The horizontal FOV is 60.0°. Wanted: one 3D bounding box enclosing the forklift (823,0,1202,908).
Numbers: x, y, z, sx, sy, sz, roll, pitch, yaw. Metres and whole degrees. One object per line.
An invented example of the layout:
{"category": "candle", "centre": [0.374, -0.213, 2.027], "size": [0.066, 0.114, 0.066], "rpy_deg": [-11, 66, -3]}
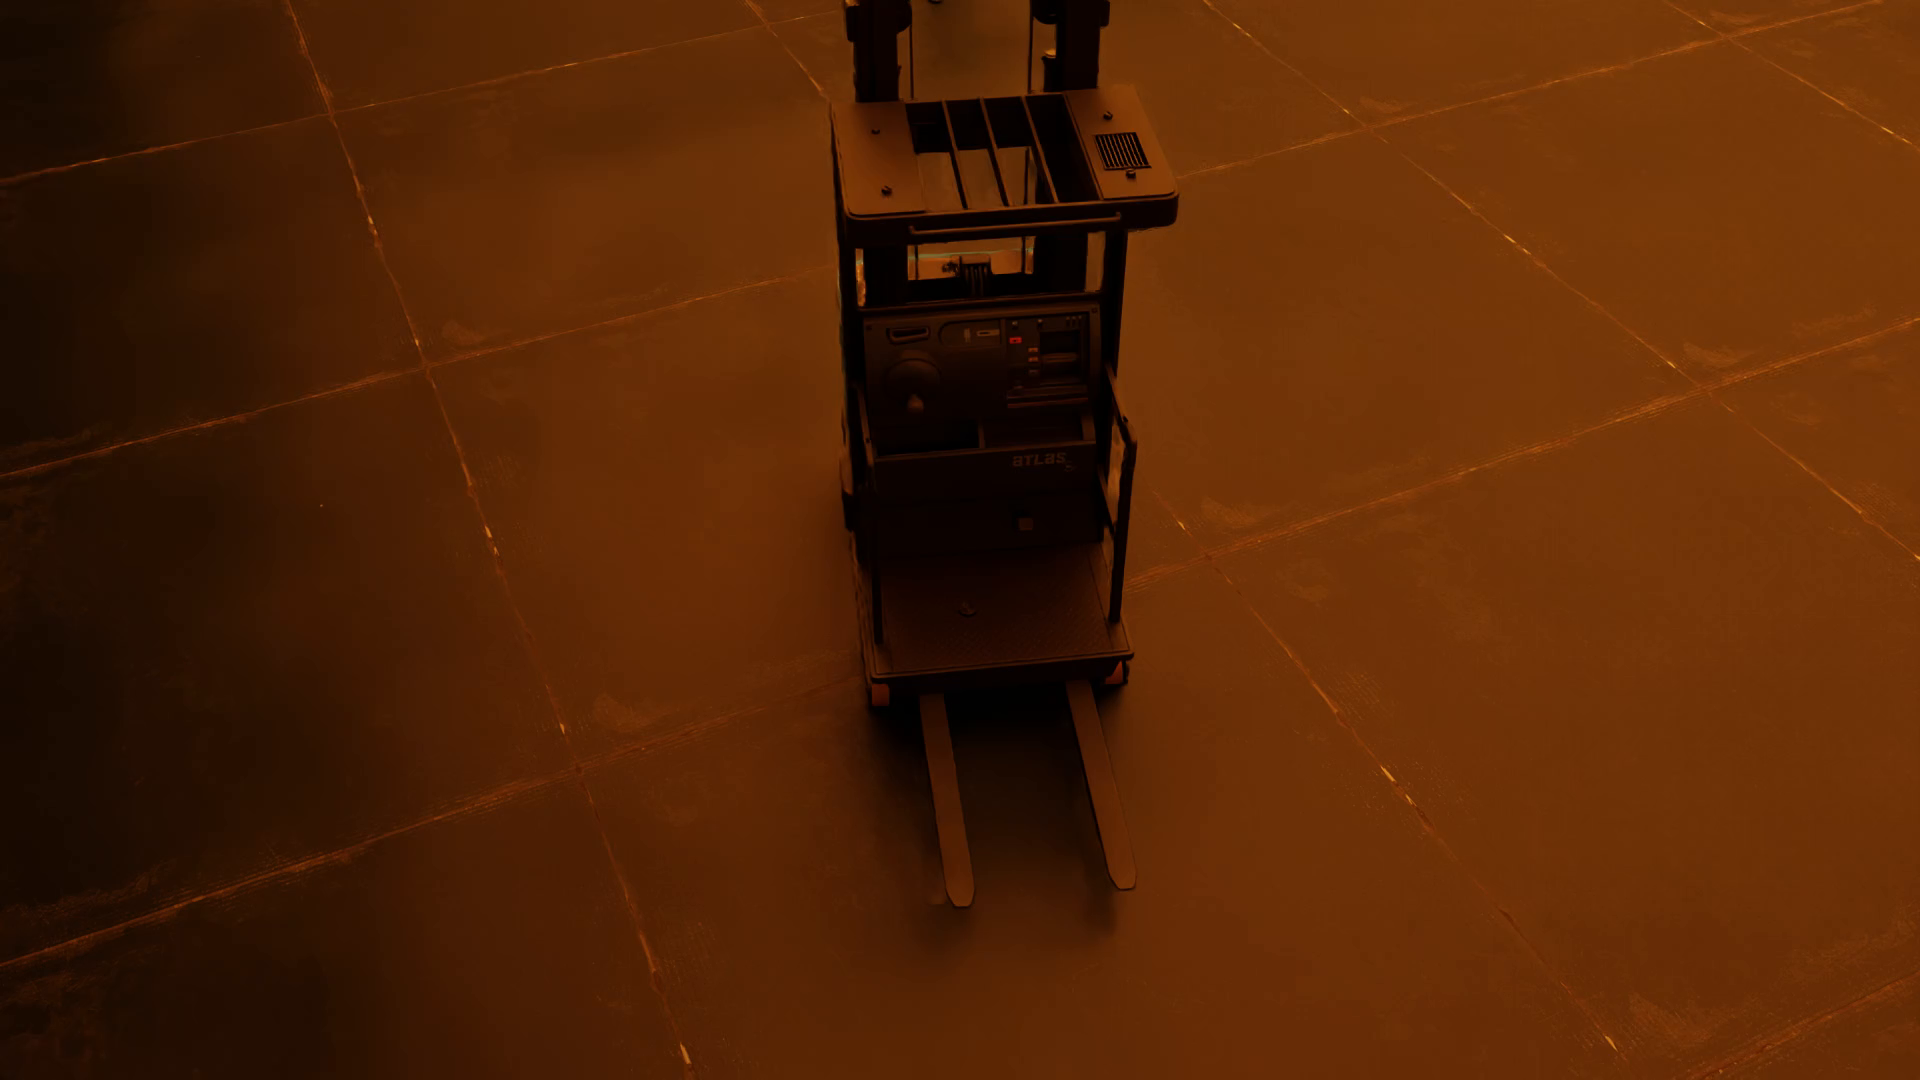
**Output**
{"category": "forklift", "centre": [0.173, -0.627, 6.351], "size": [1.130, 2.935, 3.031], "rpy_deg": [-8, 44, -9]}
